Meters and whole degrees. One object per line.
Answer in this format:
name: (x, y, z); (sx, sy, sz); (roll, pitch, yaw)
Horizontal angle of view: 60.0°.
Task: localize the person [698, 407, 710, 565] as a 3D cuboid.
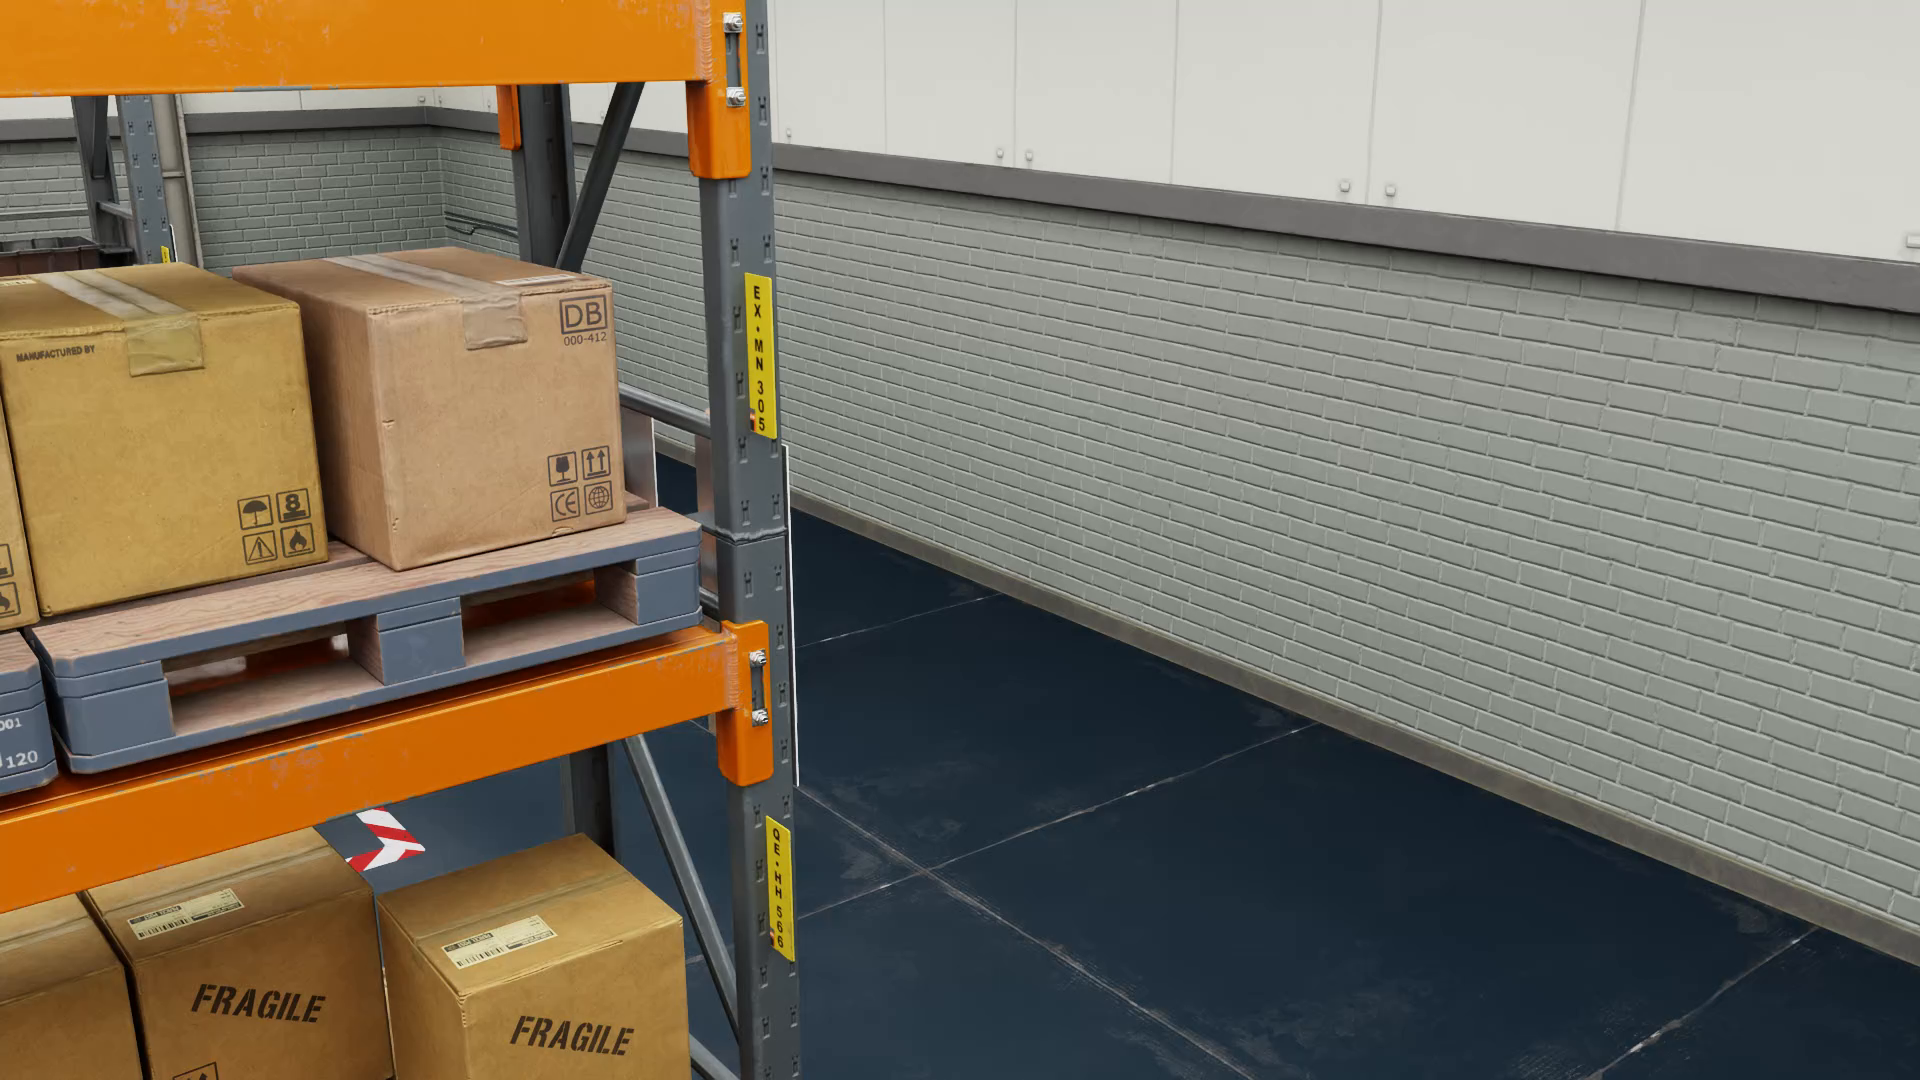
person: (-1.475, -0.018, 10.632); (0.418, 1.774, 0.648); (-14, 22, -37)
